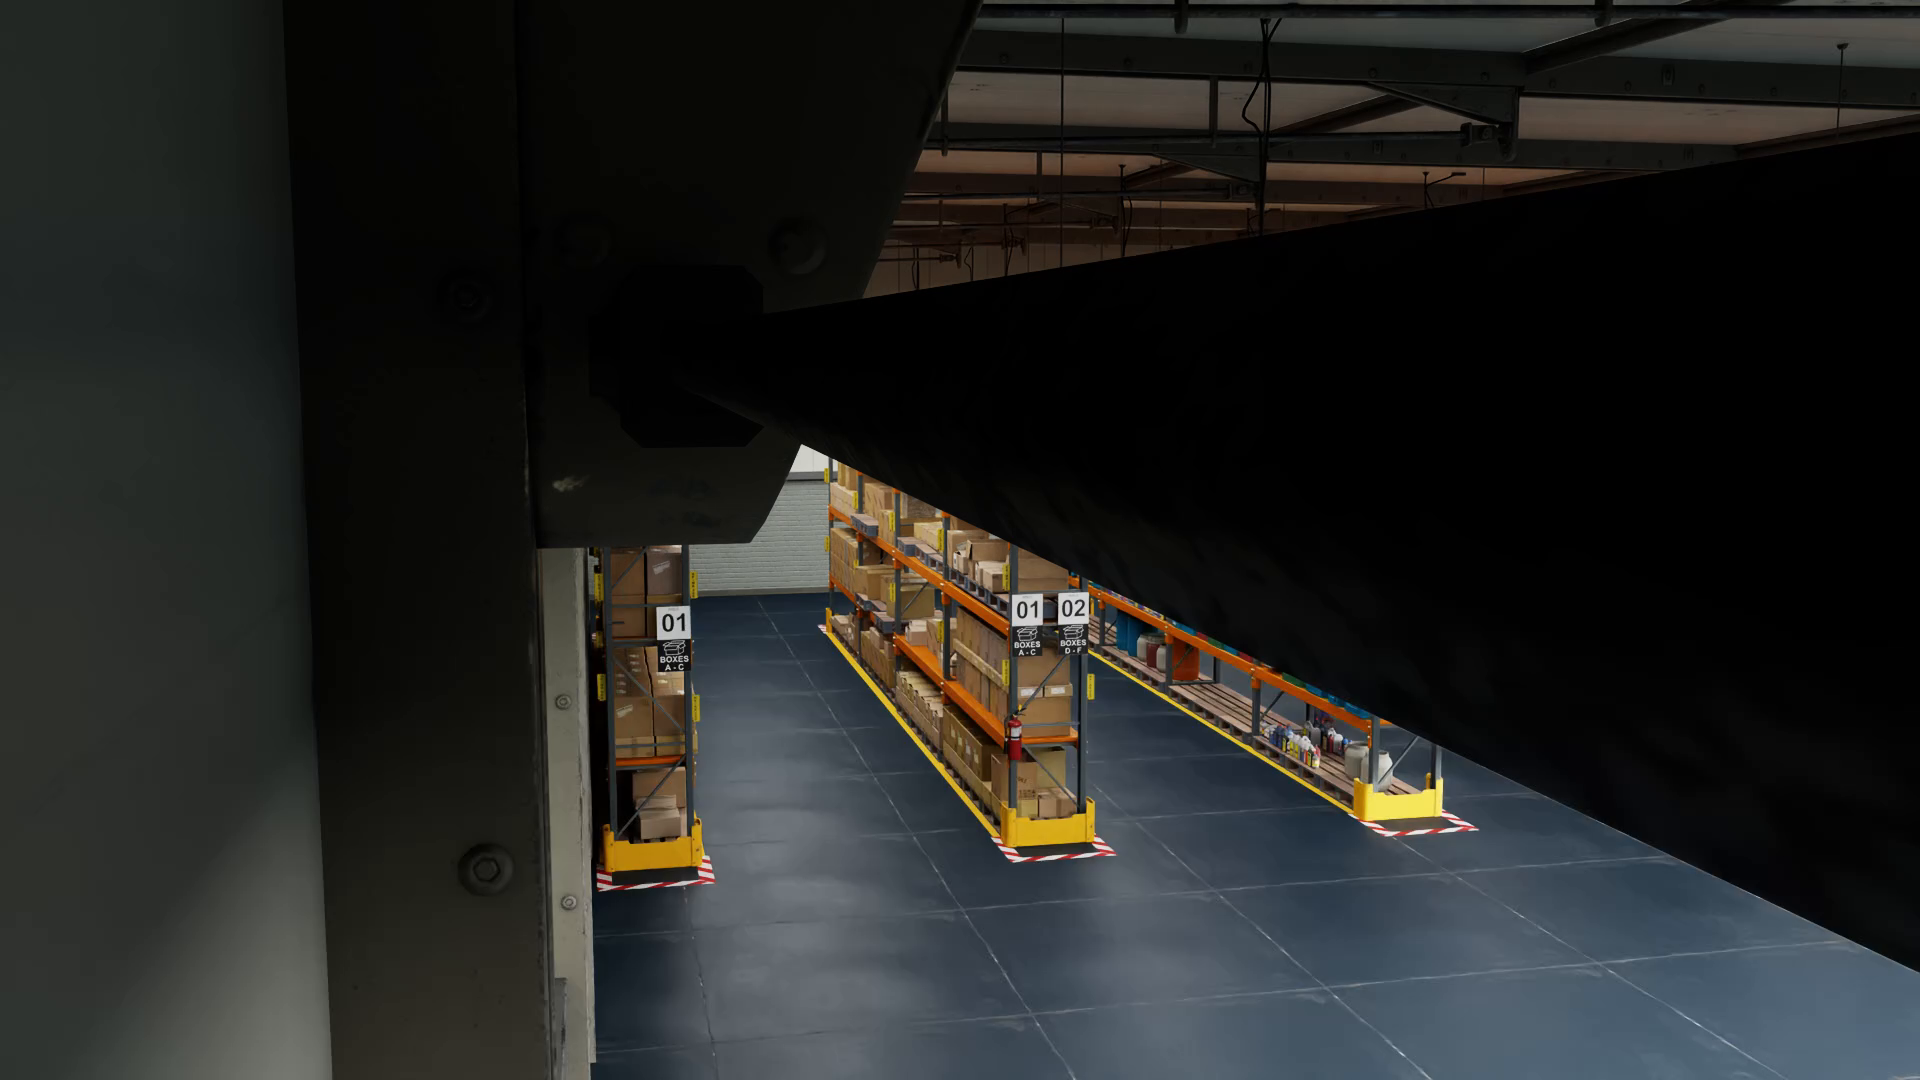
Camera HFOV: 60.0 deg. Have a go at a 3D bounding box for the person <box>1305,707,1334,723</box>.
[{"bbox_3d":[5.936,2.249,27.616,0.531,1.645,0.502,-1,7,-5],"label":"person"}]
